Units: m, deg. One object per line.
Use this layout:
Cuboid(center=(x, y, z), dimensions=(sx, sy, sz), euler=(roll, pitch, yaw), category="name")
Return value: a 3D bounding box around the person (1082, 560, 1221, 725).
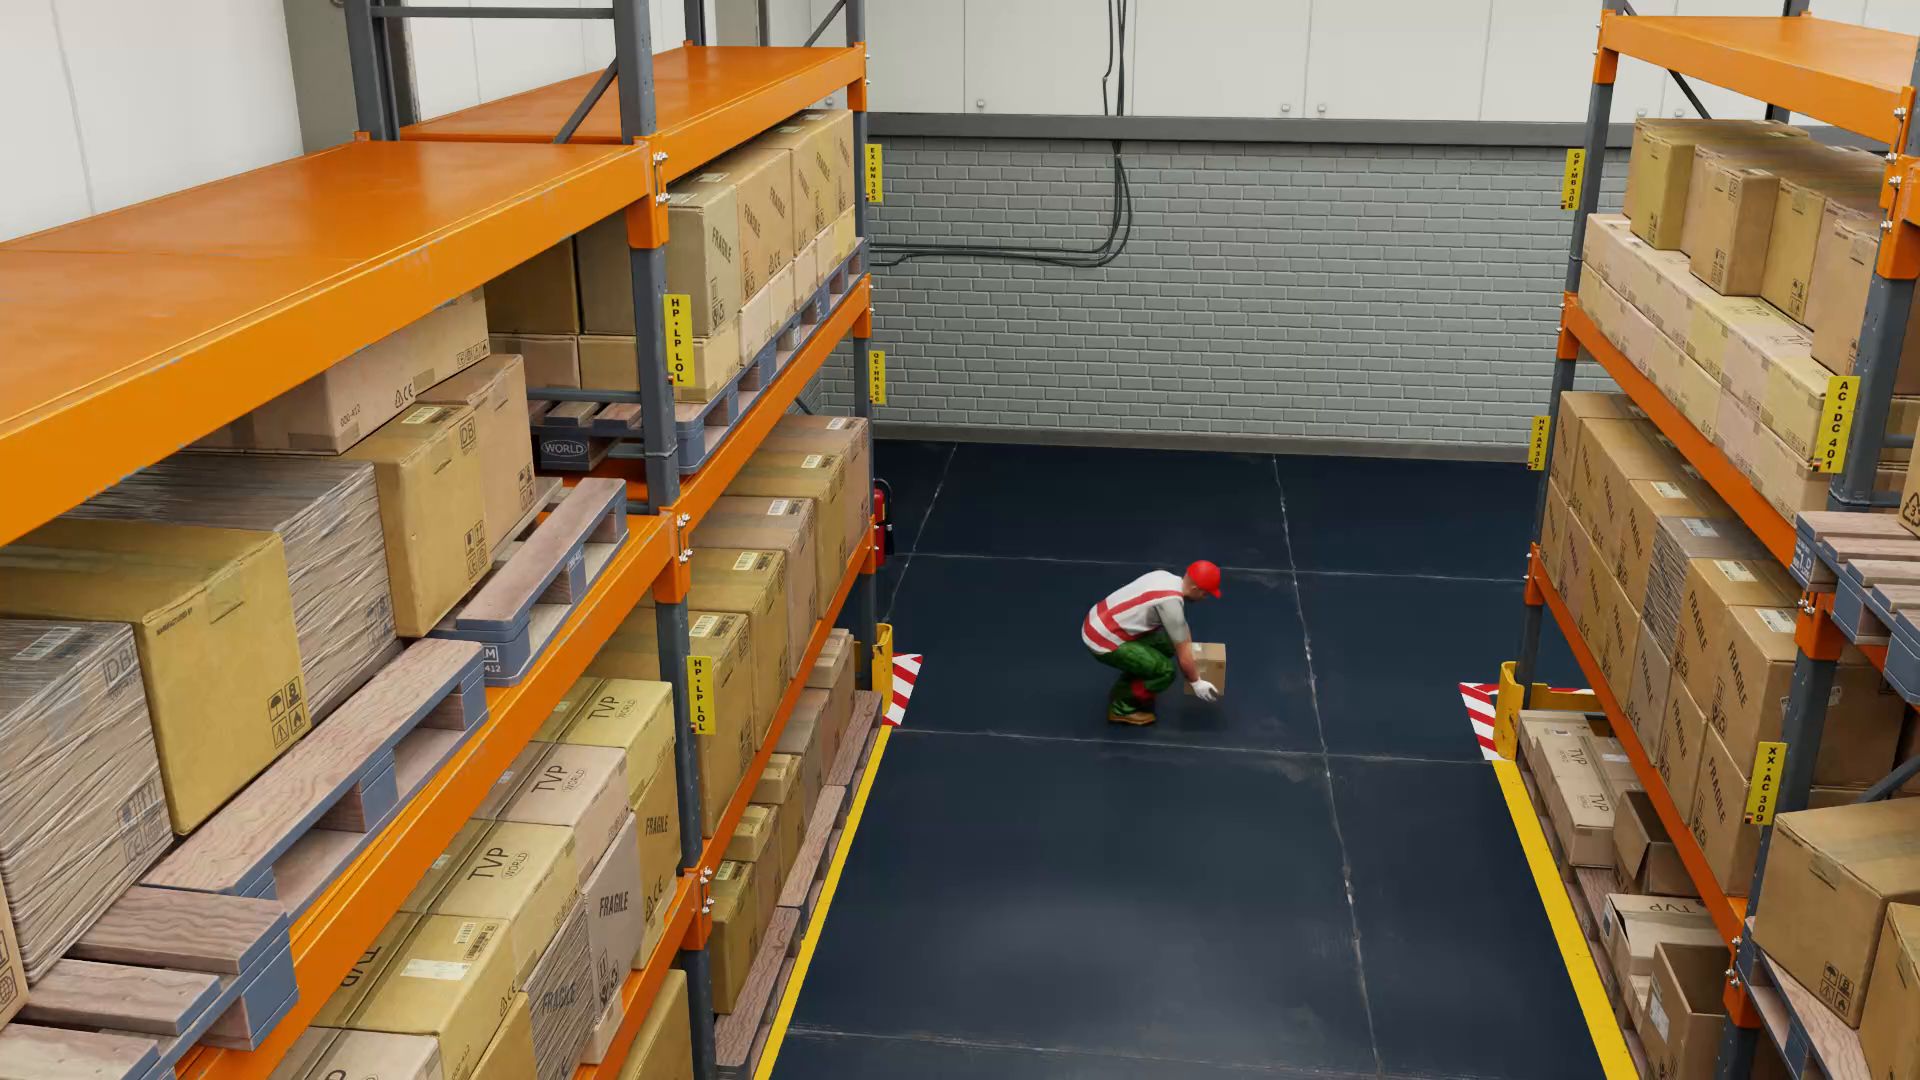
Cuboid(center=(1.204, 0.614, 10.498), dimensions=(0.868, 1.040, 0.577), euler=(2, 21, 6), category="person")
